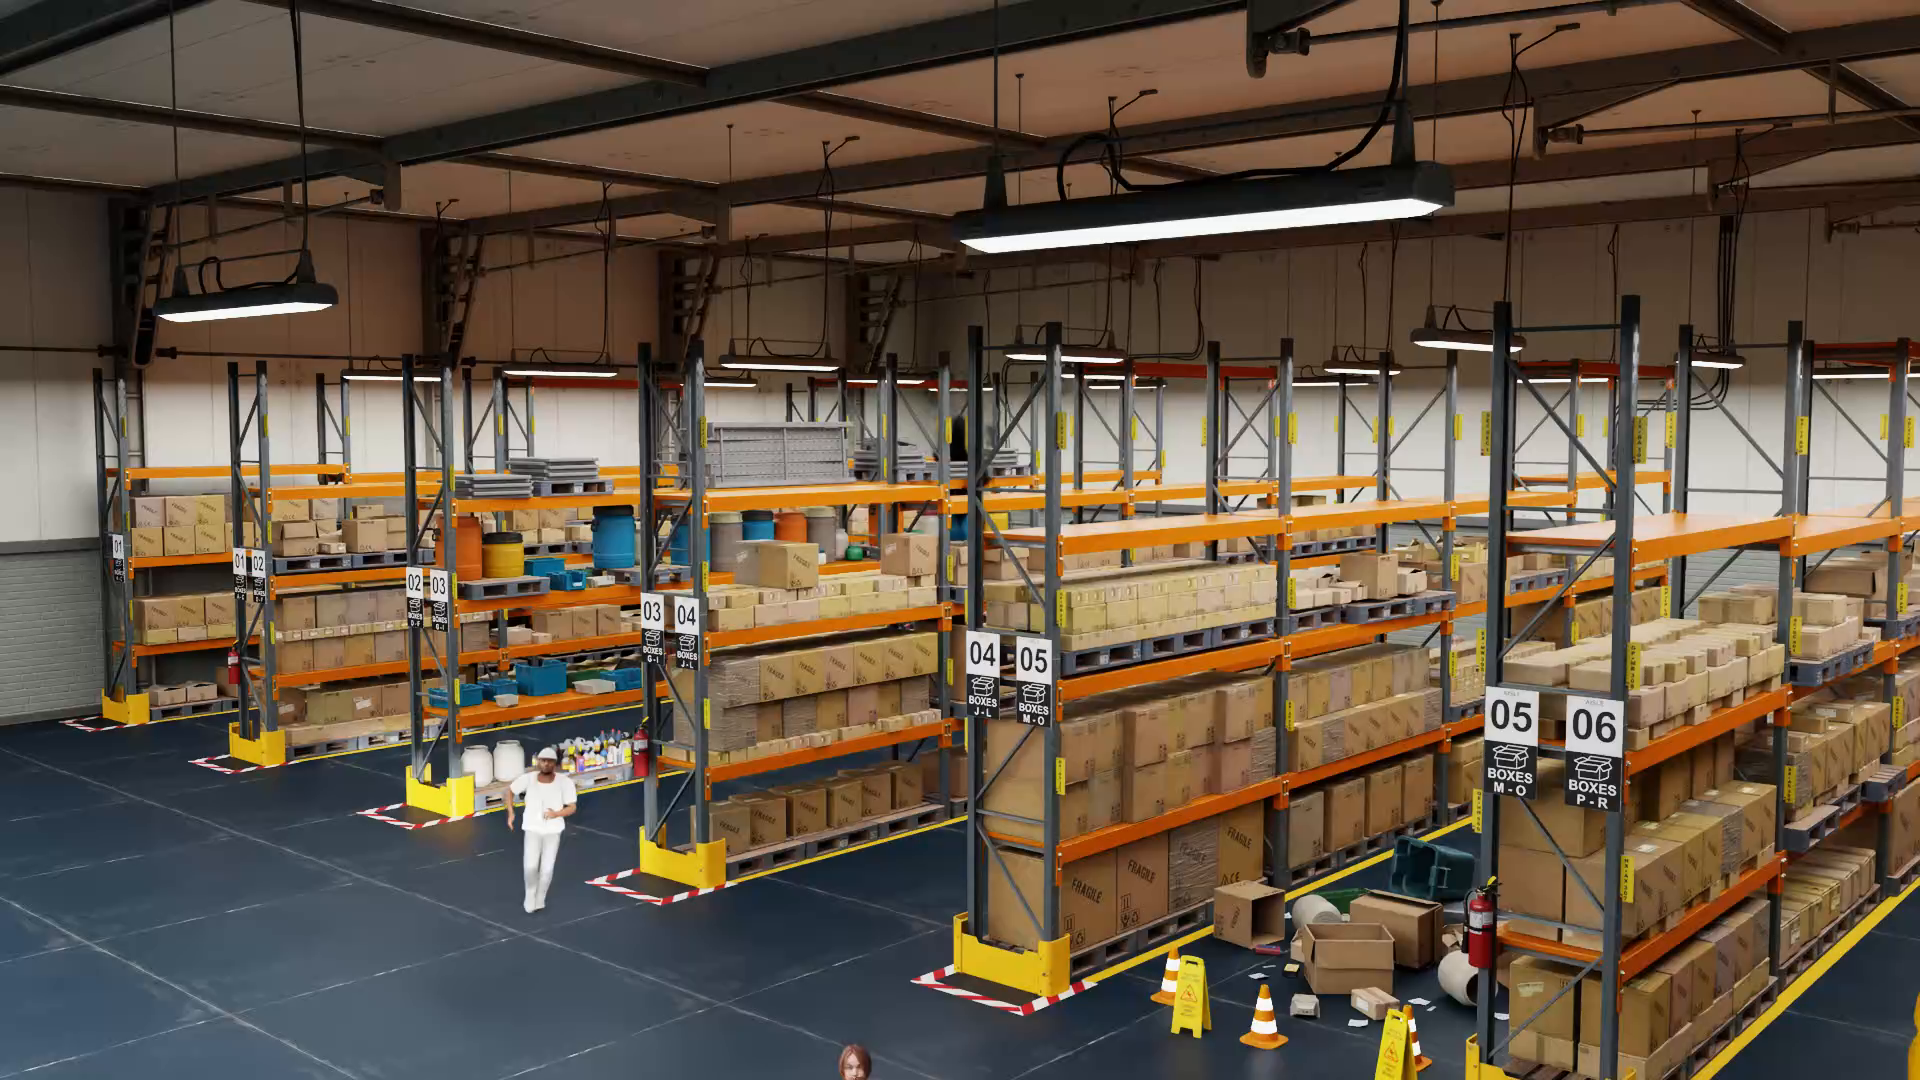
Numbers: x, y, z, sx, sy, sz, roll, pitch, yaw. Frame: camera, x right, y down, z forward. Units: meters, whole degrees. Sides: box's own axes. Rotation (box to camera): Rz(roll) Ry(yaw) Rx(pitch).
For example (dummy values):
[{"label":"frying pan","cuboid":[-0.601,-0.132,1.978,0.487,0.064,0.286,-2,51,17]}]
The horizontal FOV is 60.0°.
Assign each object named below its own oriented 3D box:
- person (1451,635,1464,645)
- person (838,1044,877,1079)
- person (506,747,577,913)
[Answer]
[{"label":"person","cuboid":[7.917,2.372,26.283,0.664,1.760,0.911,4,6,42]},{"label":"person","cuboid":[-0.579,3.674,9.457,0.514,1.614,0.635,0,4,-2]},{"label":"person","cuboid":[-4.351,3.022,17.330,0.705,1.725,0.629,-1,4,-17]}]
